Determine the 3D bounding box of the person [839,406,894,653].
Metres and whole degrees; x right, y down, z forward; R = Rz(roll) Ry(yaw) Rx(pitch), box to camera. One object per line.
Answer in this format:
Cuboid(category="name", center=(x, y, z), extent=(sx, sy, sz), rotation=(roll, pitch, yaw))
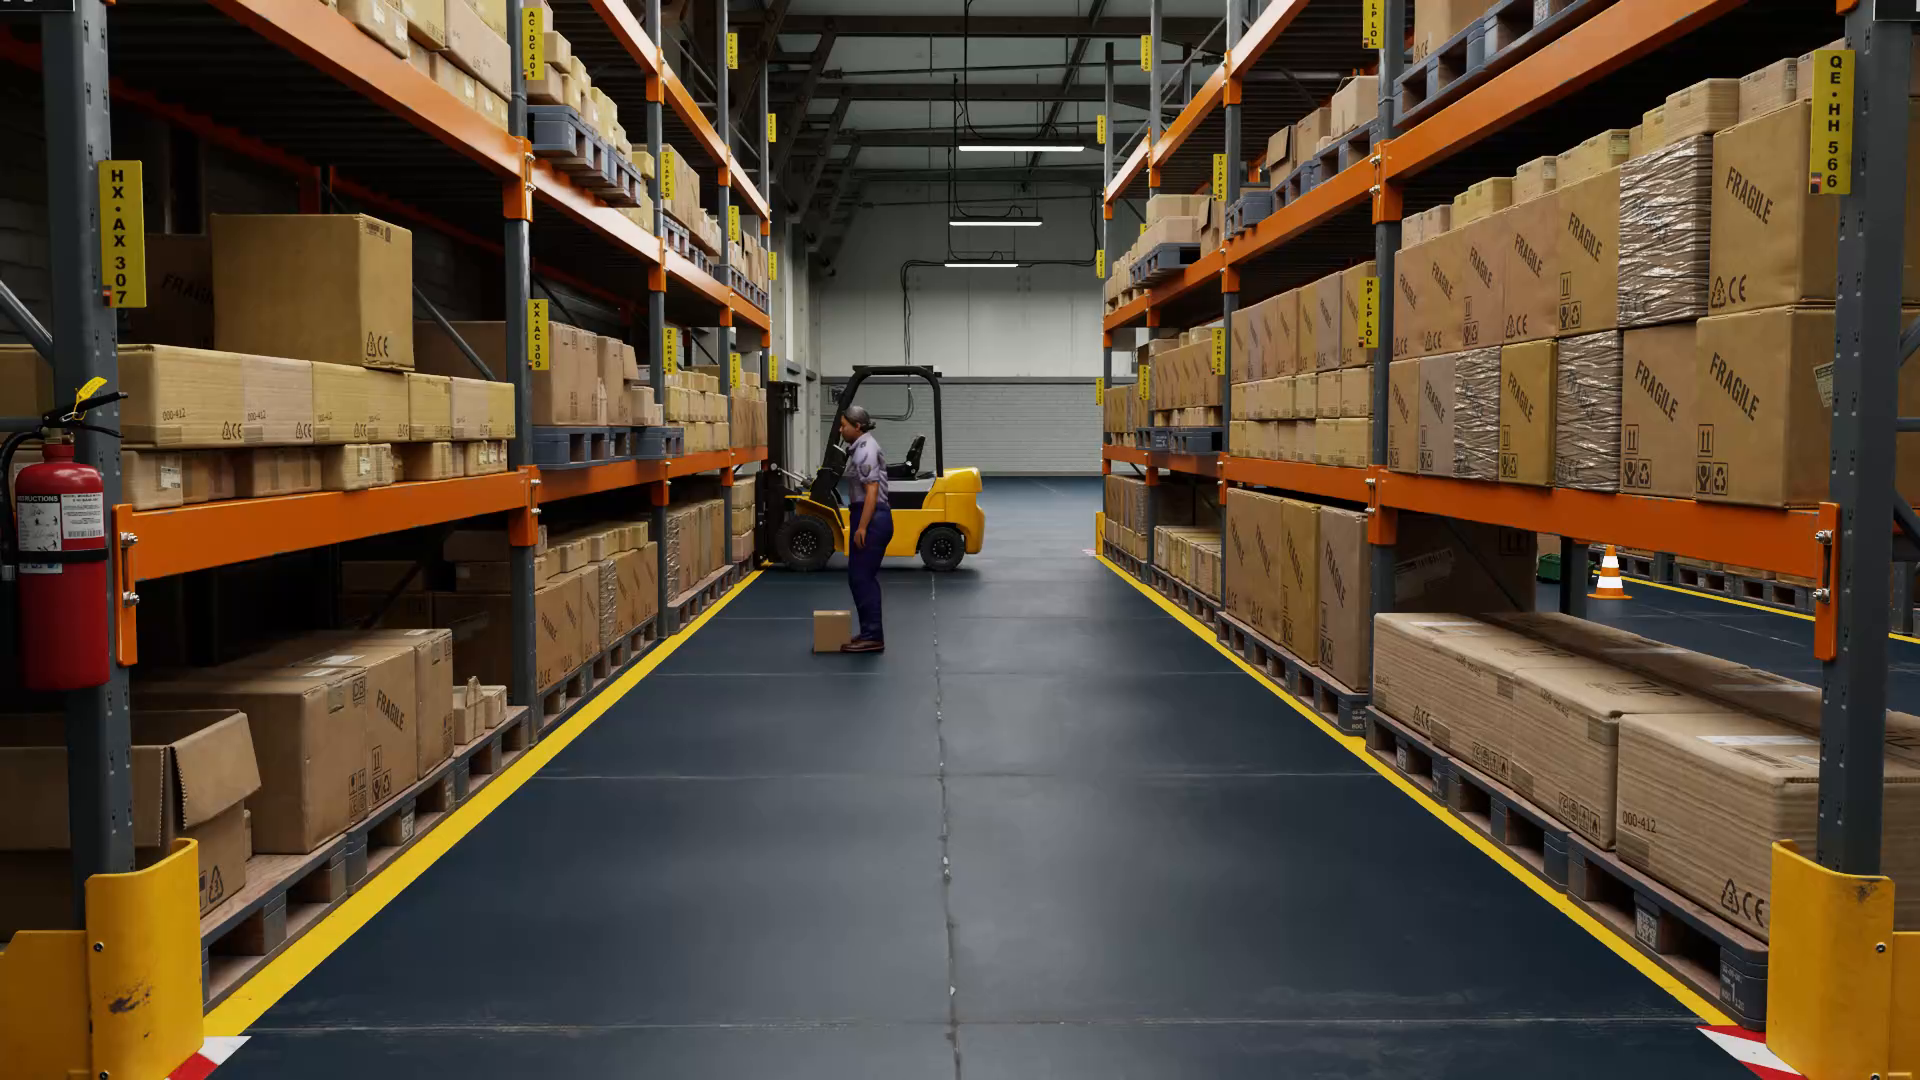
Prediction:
Cuboid(category="person", center=(-0.632, -0.081, 11.262), extent=(0.367, 1.651, 0.550), rotation=(0, 4, -2))
